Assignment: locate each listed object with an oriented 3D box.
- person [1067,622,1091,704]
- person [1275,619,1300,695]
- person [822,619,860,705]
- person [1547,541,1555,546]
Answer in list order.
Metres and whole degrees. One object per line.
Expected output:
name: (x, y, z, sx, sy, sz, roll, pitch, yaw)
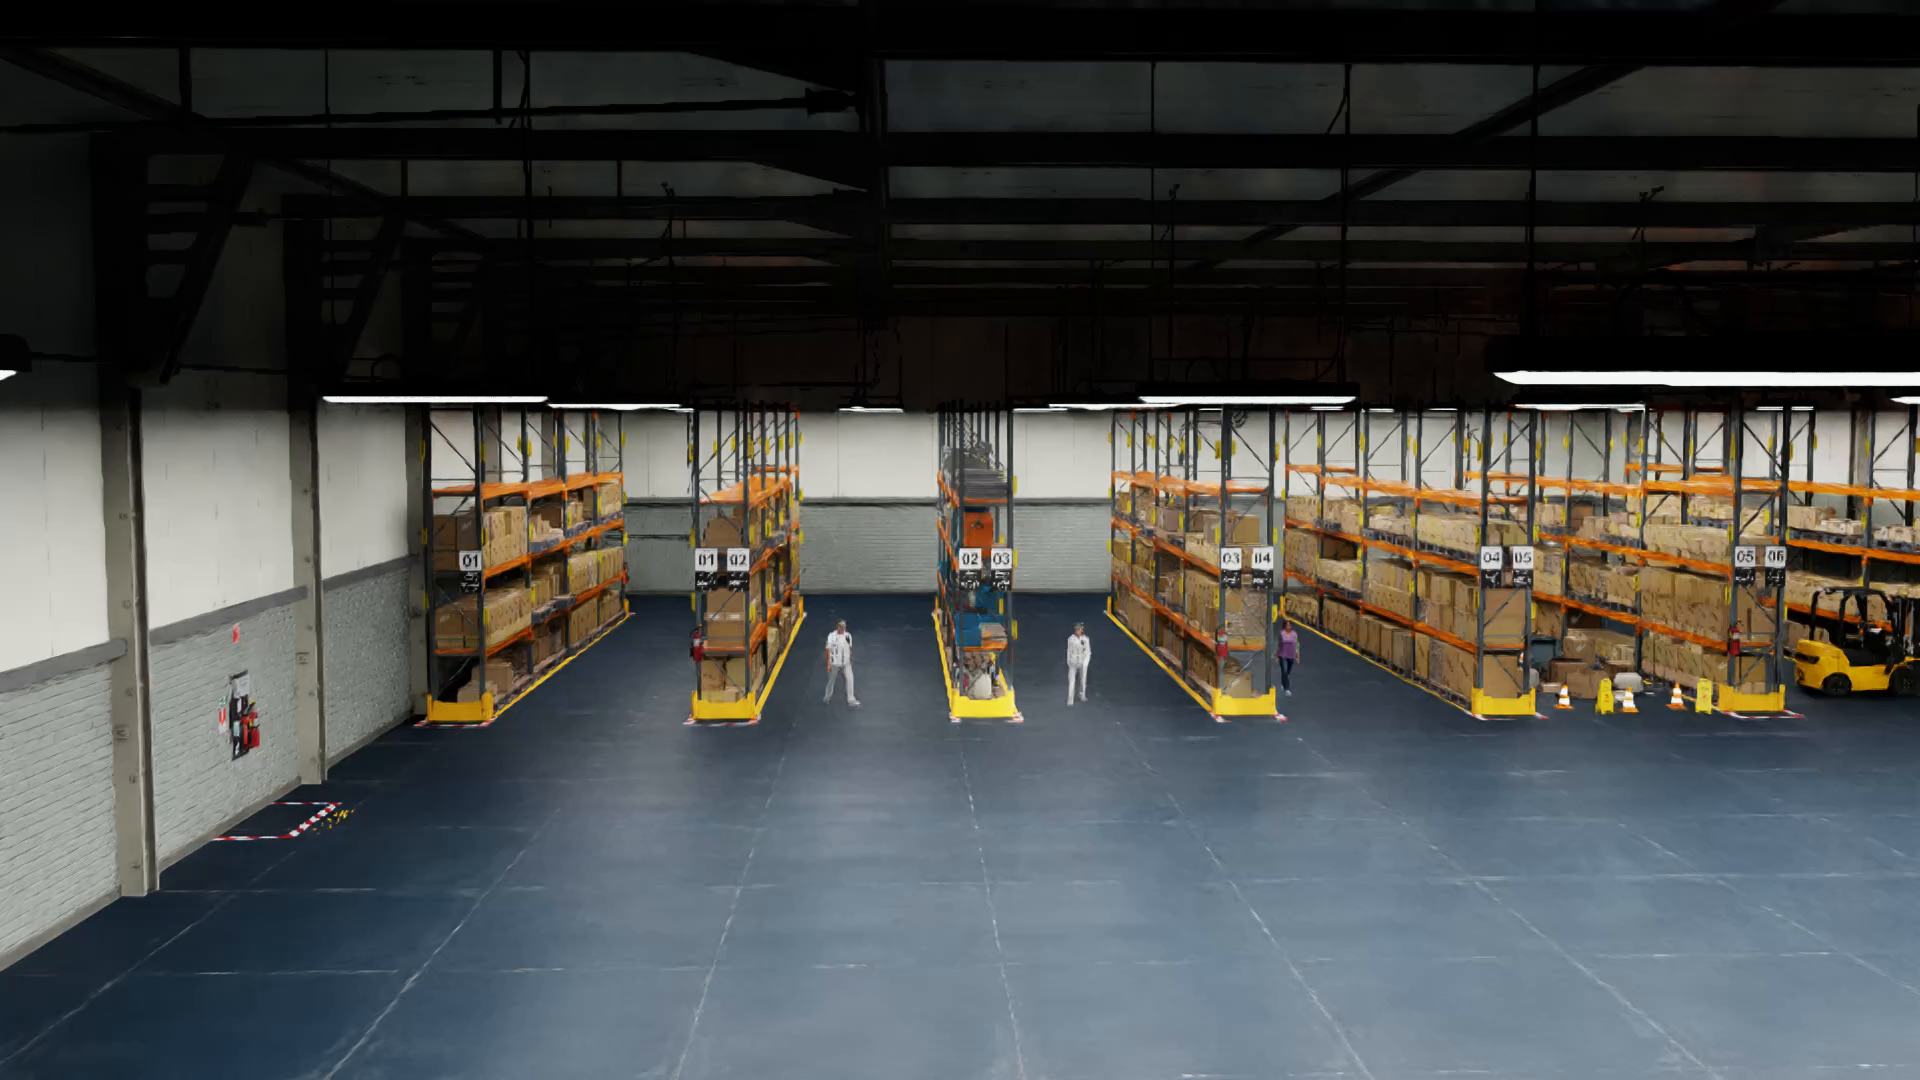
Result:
person: (2.343, 2.406, 32.793, 0.482, 1.621, 0.980, 1, 4, 7)
person: (6.703, 2.362, 33.985, 0.430, 1.535, 0.948, 0, 4, -3)
person: (-2.368, 2.389, 32.720, 0.585, 1.712, 0.976, -2, 5, -25)
person: (18.523, 0.910, 51.925, 0.530, 1.786, 0.645, -4, 6, -39)
